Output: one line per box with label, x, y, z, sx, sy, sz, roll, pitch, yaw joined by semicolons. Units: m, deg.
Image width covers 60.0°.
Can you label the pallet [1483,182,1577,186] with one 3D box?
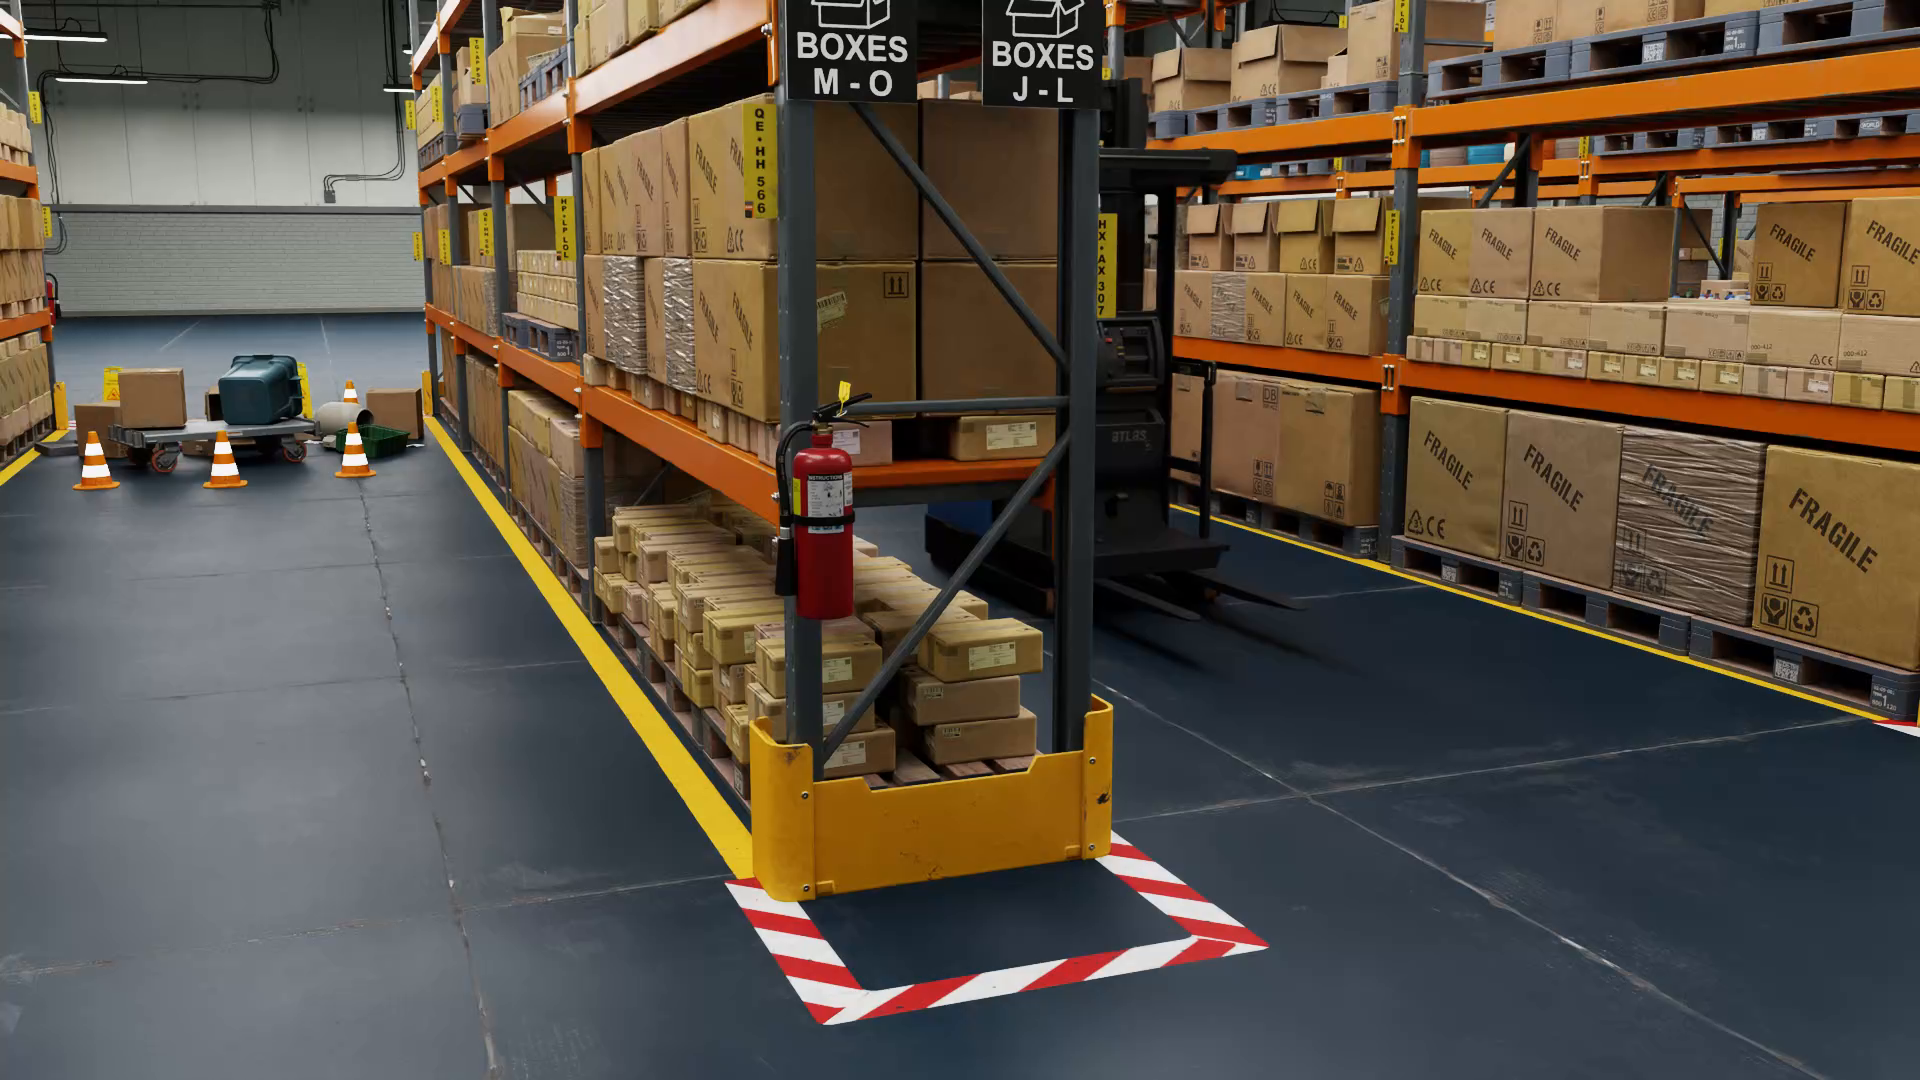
pallet;8.272;-5.262;24.124;1.003;0.211;1.213;-4;11;-21

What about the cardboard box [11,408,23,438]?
cardboard box;-9.148;-1.089;15.627;0.500;0.250;0.500;-3;11;-18

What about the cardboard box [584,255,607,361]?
cardboard box;-1.561;-1.159;8.238;0.500;0.500;0.500;-4;11;-22

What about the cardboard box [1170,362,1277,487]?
cardboard box;2.251;-0.912;12.853;1.225;0.875;0.875;-4;11;-21

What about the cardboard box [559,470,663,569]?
cardboard box;-2.009;-0.141;9.589;0.500;0.500;0.500;-4;11;-22

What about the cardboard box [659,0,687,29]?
cardboard box;-0.826;-2.033;6.146;0.500;0.250;0.500;-3;11;-18

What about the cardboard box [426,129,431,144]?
cardboard box;-5.478;-4.305;17.722;0.380;0.149;0.250;-4;11;-20

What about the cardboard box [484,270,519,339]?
cardboard box;-3.369;-1.819;12.797;0.500;0.500;0.500;-4;11;-21

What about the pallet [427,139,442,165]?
pallet;-5.130;-4.133;17.776;1.003;0.211;1.213;-4;11;-21

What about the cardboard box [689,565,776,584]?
cardboard box;-0.910;0.210;6.915;0.380;0.149;0.250;-4;11;-23

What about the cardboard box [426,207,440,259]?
cardboard box;-5.394;-3.378;18.333;0.875;0.550;0.550;-4;11;-21

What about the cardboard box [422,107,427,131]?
cardboard box;-5.550;-4.565;18.045;0.500;0.250;0.500;-4;11;-21

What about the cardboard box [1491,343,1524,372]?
cardboard box;3.239;-1.037;9.403;0.380;0.149;0.250;-4;11;-22

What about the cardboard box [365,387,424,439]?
cardboard box;-5.924;-1.325;17.435;0.500;0.500;0.500;-2;10;-11

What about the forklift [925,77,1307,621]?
forklift;0.823;-1.106;9.269;1.130;2.935;3.031;-4;11;-23

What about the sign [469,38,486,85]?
sign;-3.475;-3.450;11.982;0.100;0.325;0.005;-4;11;-21

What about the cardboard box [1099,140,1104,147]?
cardboard box;1.303;-3.477;14.264;0.500;0.250;0.500;-4;11;-21

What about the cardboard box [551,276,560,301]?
cardboard box;-2.315;-1.557;10.279;0.380;0.149;0.250;-4;11;-21

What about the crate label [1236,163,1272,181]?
crate label;3.792;-4.709;21.188;0.502;0.251;0.408;-4;11;-21

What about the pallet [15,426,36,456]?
pallet;-9.704;-0.970;16.269;1.003;0.211;1.213;-4;11;-21

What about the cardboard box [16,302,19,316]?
cardboard box;-9.369;-2.233;16.123;0.380;0.149;0.250;-4;11;-21

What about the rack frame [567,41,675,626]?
rack frame;-1.506;-1.061;8.817;1.000;3.000;0.127;-4;11;-21

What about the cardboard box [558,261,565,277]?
cardboard box;-2.204;-1.659;10.001;0.380;0.149;0.250;-4;11;-23

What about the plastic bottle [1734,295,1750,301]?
plastic bottle;6.679;-1.947;14.158;0.152;0.276;0.135;-4;11;-21

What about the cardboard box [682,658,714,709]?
cardboard box;-0.897;0.555;6.675;0.380;0.149;0.250;-4;11;-23

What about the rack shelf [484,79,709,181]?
rack shelf;-2.230;-2.510;10.453;1.077;0.370;4.000;-4;11;-21

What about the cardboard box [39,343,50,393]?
cardboard box;-9.898;-1.797;17.466;0.500;0.500;0.500;-4;11;-21

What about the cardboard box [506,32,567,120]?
cardboard box;-2.622;-2.967;10.684;0.500;0.500;0.500;-4;11;-21

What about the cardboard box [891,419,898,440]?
cardboard box;-0.046;-0.444;6.068;0.380;0.149;0.250;-4;11;-23

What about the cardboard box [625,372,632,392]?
cardboard box;-1.400;-0.792;8.026;0.380;0.149;0.250;-4;11;-23

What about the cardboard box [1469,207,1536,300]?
cardboard box;3.260;-1.625;9.430;0.500;0.500;0.500;-4;11;-21

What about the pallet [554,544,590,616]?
pallet;-1.789;0.185;9.775;1.003;0.211;1.213;-4;11;-21

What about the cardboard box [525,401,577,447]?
cardboard box;-2.580;-0.766;10.961;0.500;0.250;0.500;-4;11;-20

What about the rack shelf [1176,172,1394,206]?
rack shelf;4.146;-4.428;21.238;1.077;0.370;4.000;-4;11;-21

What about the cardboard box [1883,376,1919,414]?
cardboard box;4.167;-0.619;7.055;0.380;0.149;0.250;-4;11;-20

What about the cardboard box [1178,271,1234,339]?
cardboard box;2.005;-1.797;12.671;0.500;0.500;0.500;-4;11;-22

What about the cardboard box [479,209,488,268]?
cardboard box;-3.848;-2.661;14.673;0.700;0.500;0.500;-4;11;-20

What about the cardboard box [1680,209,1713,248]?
cardboard box;9.323;-4.053;21.649;0.700;0.500;0.500;-4;11;-21

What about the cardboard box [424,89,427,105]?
cardboard box;-5.477;-4.697;17.651;0.380;0.149;0.250;-4;11;-20

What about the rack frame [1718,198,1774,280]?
rack frame;12.655;-4.261;26.807;1.000;3.000;0.127;-4;11;-21

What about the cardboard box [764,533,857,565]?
cardboard box;-0.702;0.050;7.817;0.380;0.149;0.250;-4;11;-24

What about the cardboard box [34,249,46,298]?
cardboard box;-9.978;-2.813;17.535;0.500;0.500;0.500;-4;11;-22

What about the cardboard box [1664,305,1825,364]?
cardboard box;3.812;-1.007;8.093;0.500;0.250;0.500;-4;11;-23

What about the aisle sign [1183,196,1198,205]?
aisle sign;3.123;-4.905;23.007;0.394;0.787;0.004;-4;11;-21

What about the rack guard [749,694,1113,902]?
rack guard;-0.084;0.811;5.435;1.175;0.500;0.348;-4;11;-21

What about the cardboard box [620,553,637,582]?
cardboard box;-1.497;0.105;8.357;0.380;0.149;0.250;-4;11;-20

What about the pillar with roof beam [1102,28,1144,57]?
pillar with roof beam;1.006;-10.799;46.435;9.100;9.000;0.548;-4;11;-21

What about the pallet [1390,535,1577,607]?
pallet;3.357;0.143;10.013;1.003;0.211;1.213;-4;11;-21

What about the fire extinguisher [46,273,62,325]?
fire extinguisher;-10.043;-2.698;18.246;0.296;0.674;0.183;-4;11;-21

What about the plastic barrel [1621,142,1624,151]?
plastic barrel;6.184;-3.763;15.891;0.294;0.245;0.294;0;10;0

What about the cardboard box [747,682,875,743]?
cardboard box;-0.513;0.575;5.716;0.380;0.149;0.250;-4;11;-22

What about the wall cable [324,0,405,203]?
wall cable;-17.496;-12.892;48.488;2.305;6.003;0.169;-4;11;-21

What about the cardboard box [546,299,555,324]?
cardboard box;-2.406;-1.452;10.535;0.380;0.149;0.250;-4;11;-23

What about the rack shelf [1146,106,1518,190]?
rack shelf;2.429;-2.808;12.130;1.077;0.370;4.000;-4;11;-21
